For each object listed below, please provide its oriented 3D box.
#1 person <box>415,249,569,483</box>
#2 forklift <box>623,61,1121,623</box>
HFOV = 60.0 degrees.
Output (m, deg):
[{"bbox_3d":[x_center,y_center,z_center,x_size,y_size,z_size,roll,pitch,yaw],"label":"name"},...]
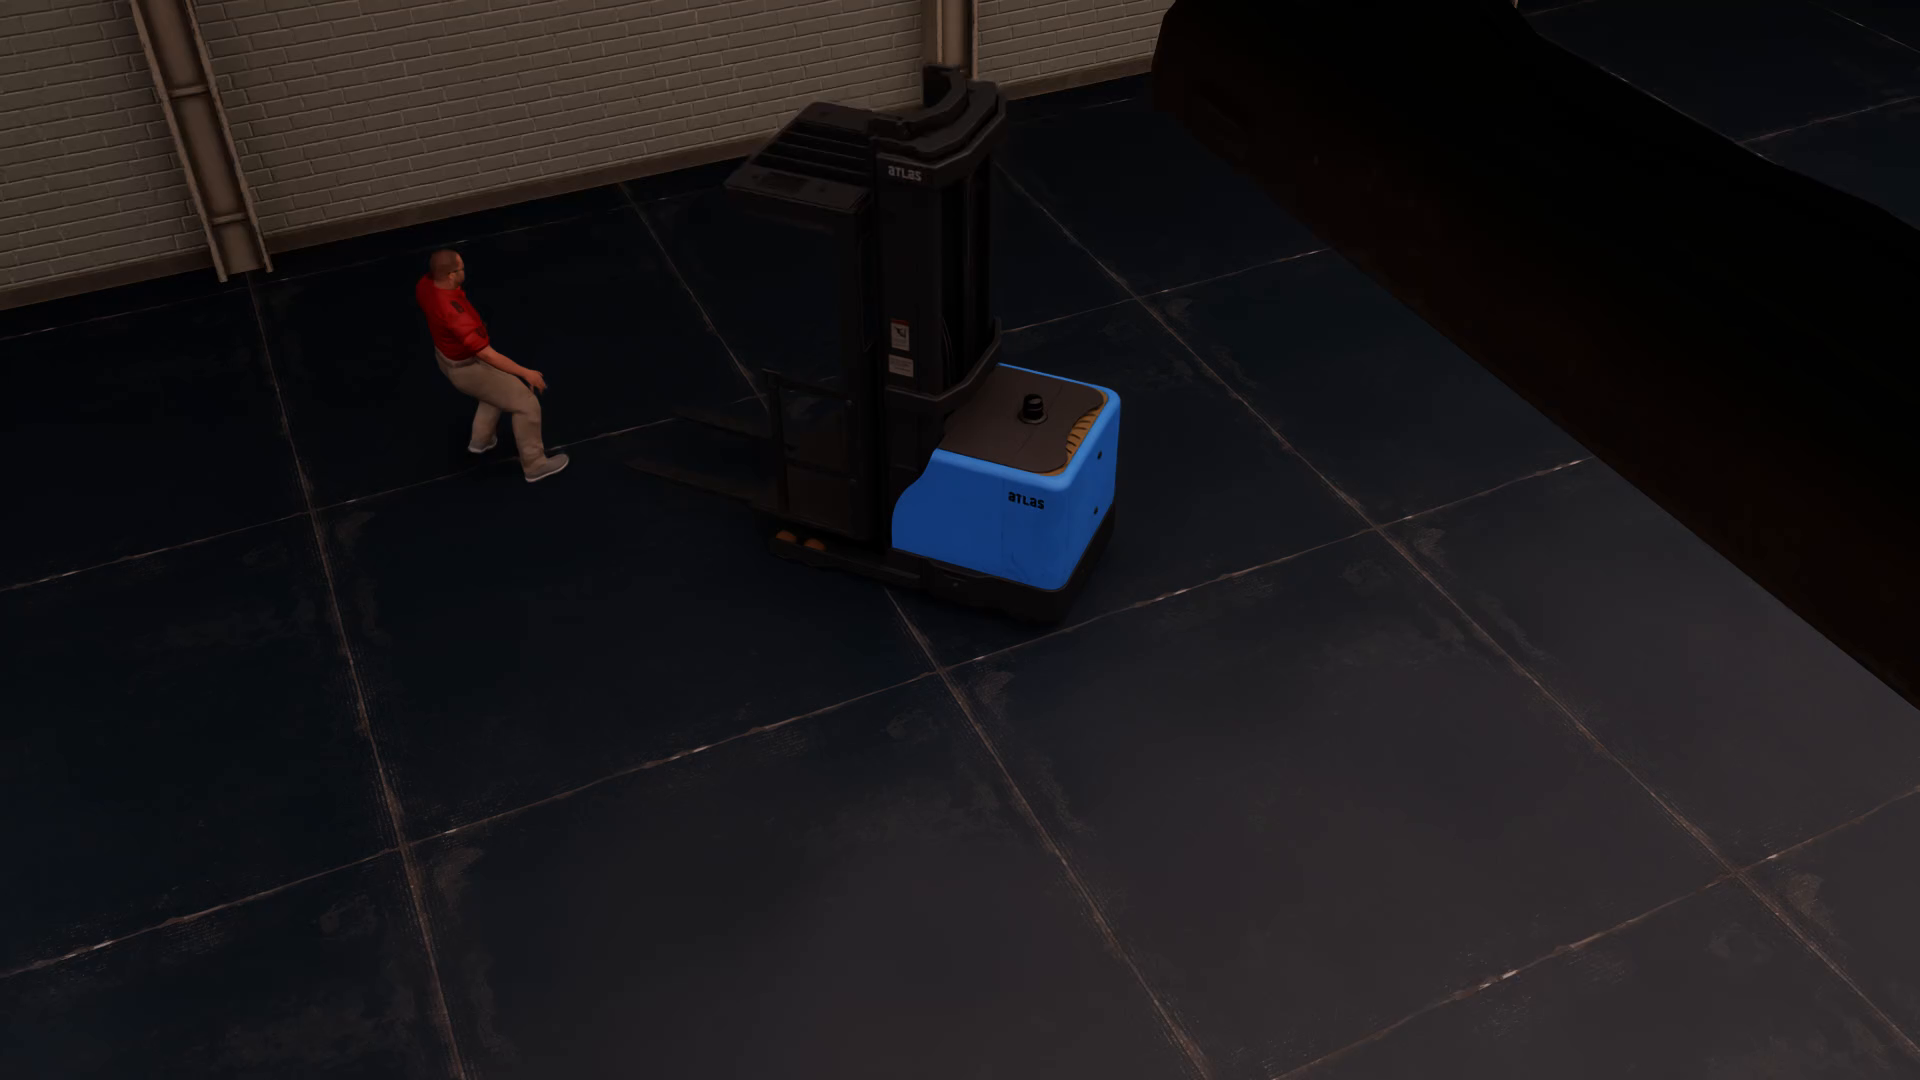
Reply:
[{"bbox_3d":[-2.930,-1.134,10.382,0.601,1.628,0.792,-26,46,-28],"label":"person"},{"bbox_3d":[-0.616,-1.259,9.524,3.031,2.935,1.130,15,42,17],"label":"forklift"}]
